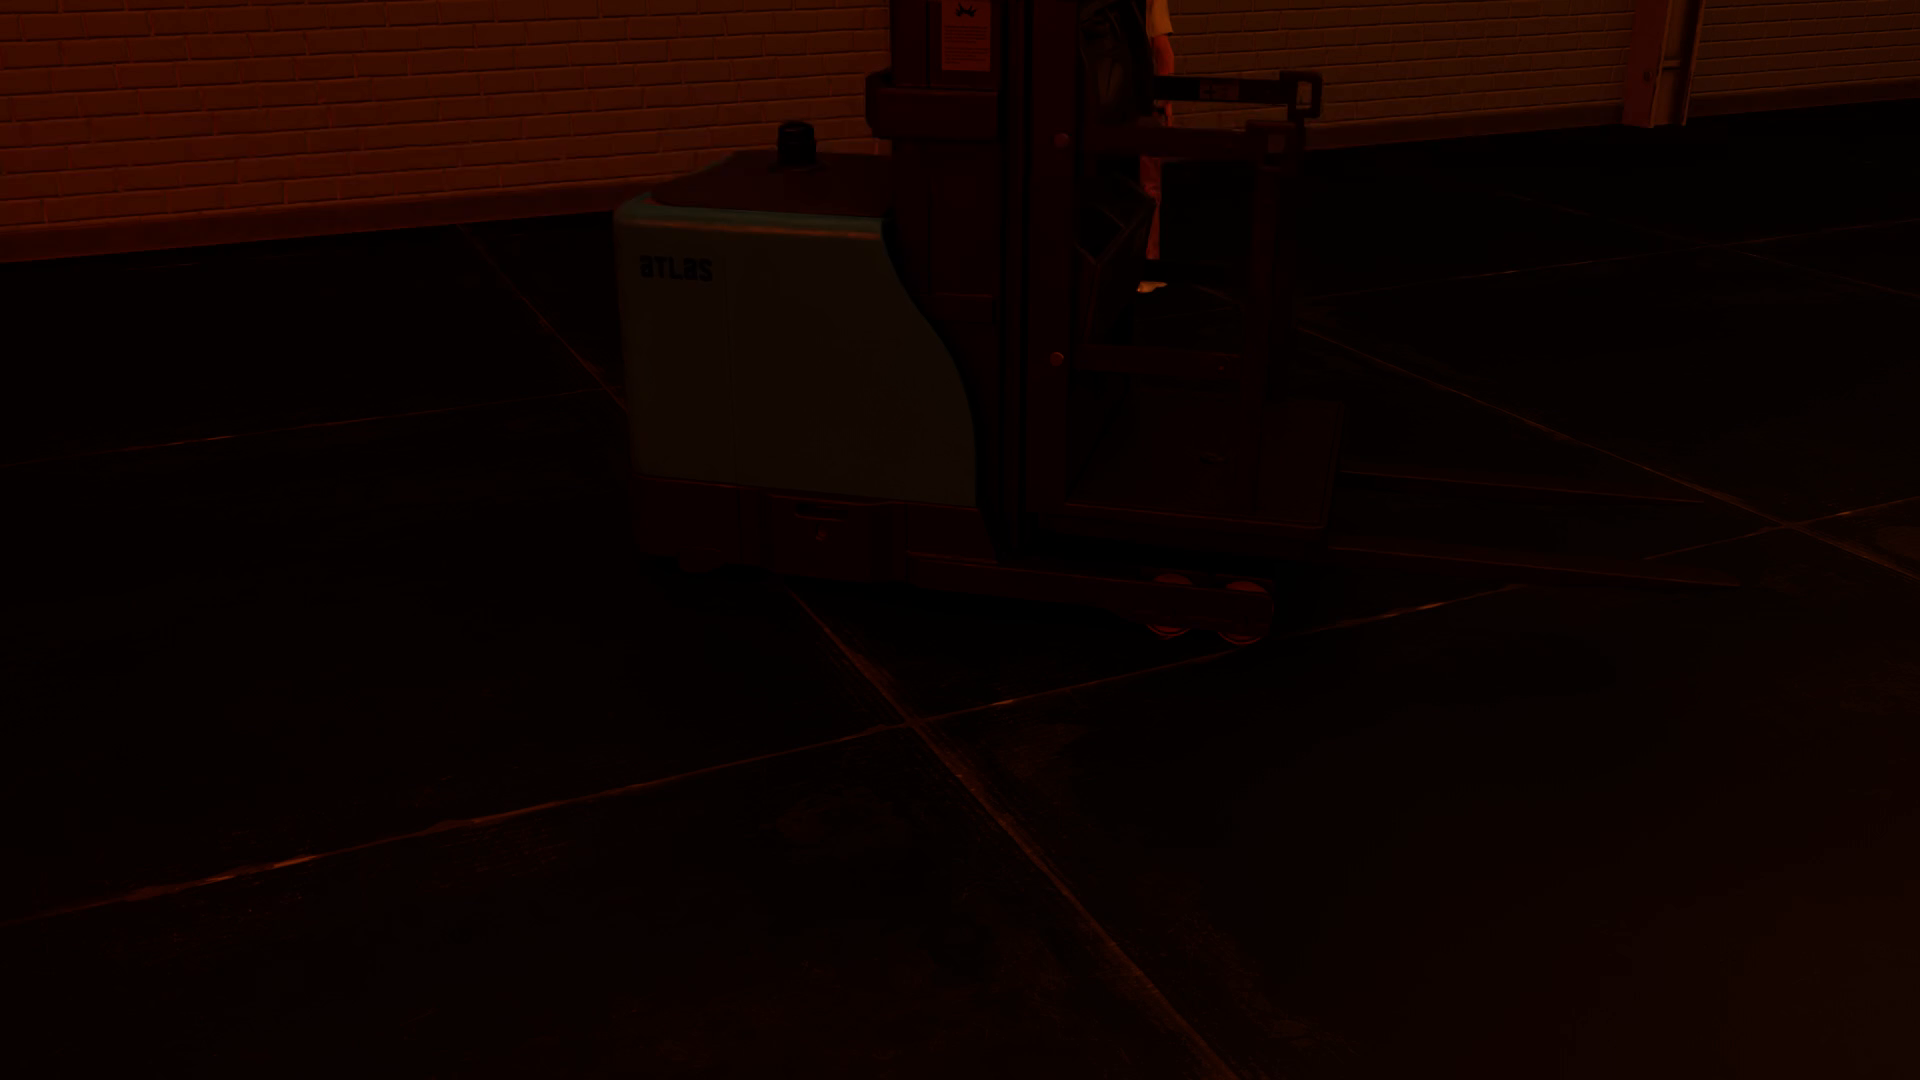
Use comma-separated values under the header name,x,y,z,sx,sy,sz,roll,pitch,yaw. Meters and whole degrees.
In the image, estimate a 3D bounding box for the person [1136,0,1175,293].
name,x,y,z,sx,sy,sz,roll,pitch,yaw
person,0.749,-1.997,7.737,0.516,1.671,0.365,4,23,11

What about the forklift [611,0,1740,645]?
name,x,y,z,sx,sy,sz,roll,pitch,yaw
forklift,0.609,-1.300,4.416,3.031,2.935,1.130,6,23,13
